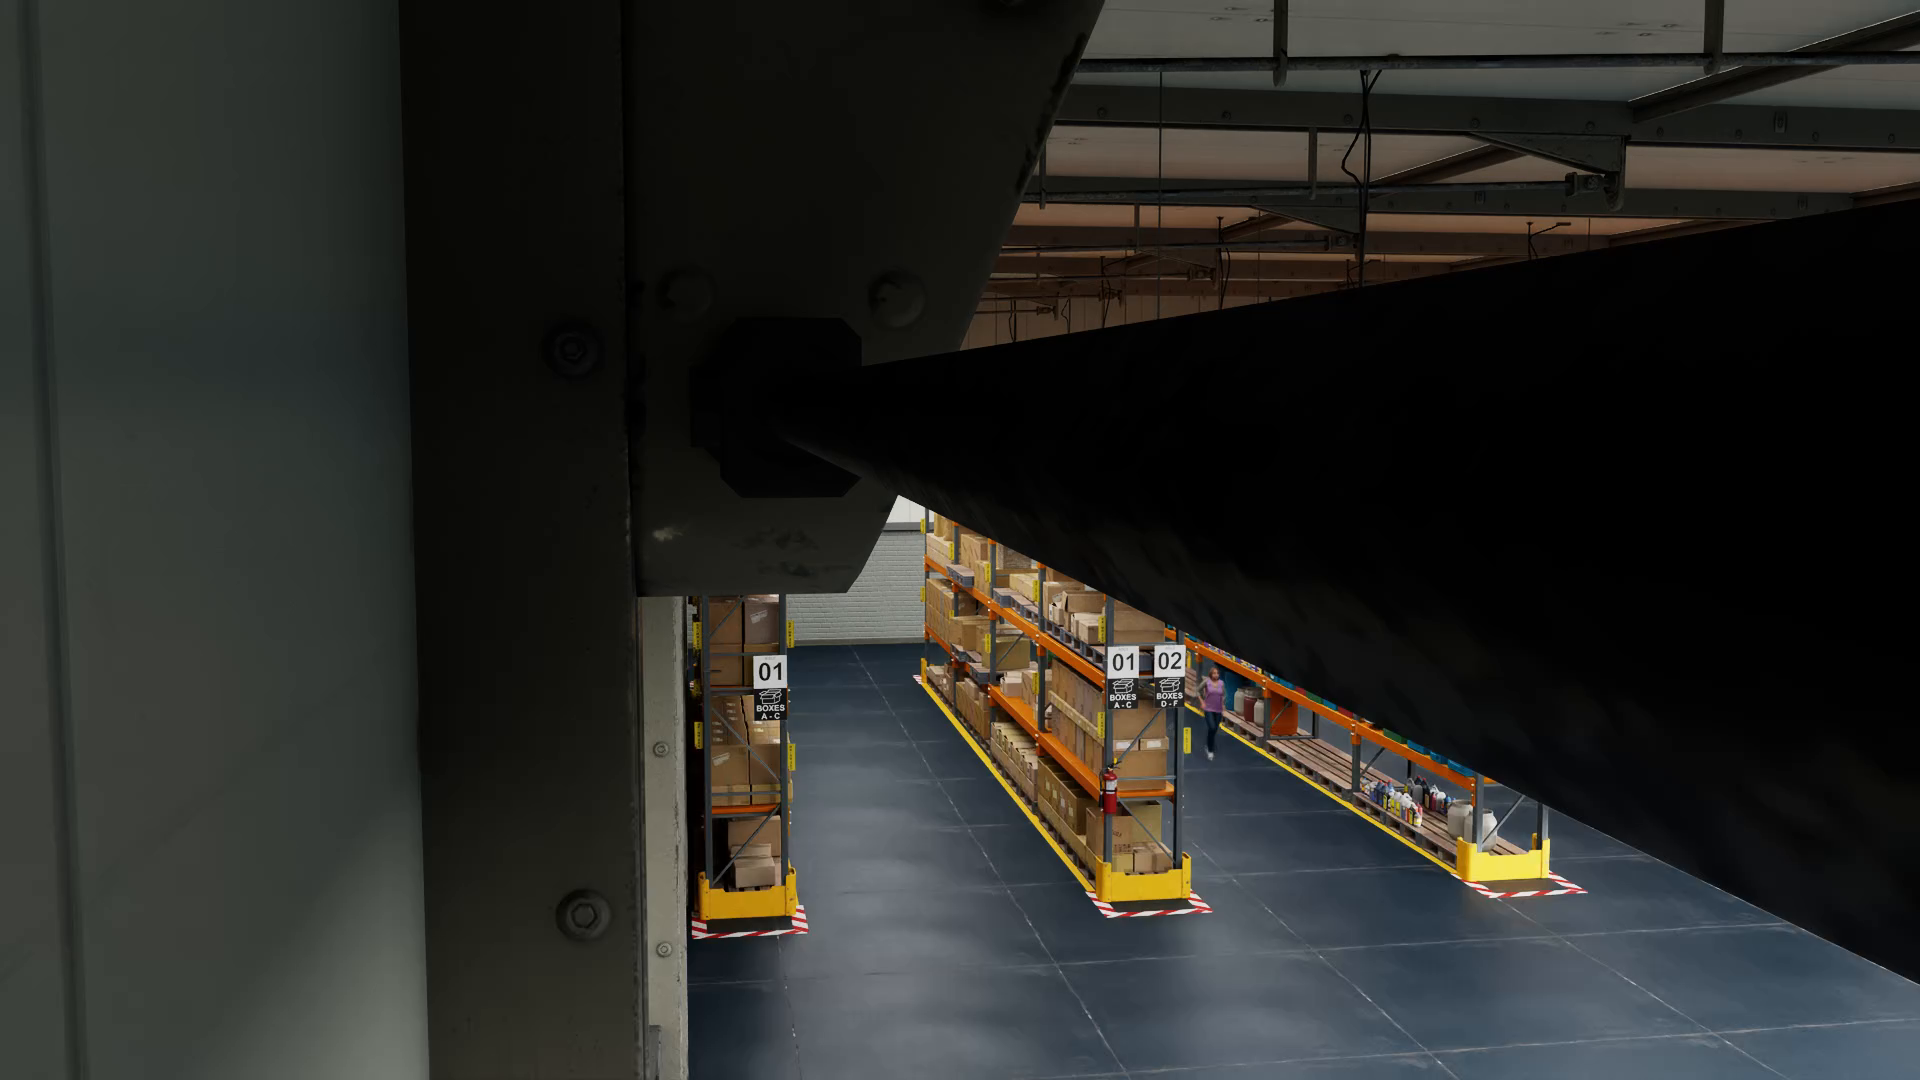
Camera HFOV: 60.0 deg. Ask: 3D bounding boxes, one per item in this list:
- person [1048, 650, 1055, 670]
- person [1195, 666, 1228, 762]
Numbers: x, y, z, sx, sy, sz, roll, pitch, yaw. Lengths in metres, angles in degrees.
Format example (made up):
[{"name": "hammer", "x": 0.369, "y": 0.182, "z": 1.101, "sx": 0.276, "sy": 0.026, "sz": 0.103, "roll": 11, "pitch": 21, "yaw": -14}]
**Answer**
[{"name": "person", "x": 1.923, "y": 2.082, "z": 35.121, "sx": 0.651, "sy": 1.861, "sz": 0.807, "roll": -2, "pitch": 5, "yaw": -20}, {"name": "person", "x": 4.386, "y": 3.010, "z": 28.833, "sx": 0.517, "sy": 1.625, "sz": 0.714, "roll": -1, "pitch": 5, "yaw": -13}]
